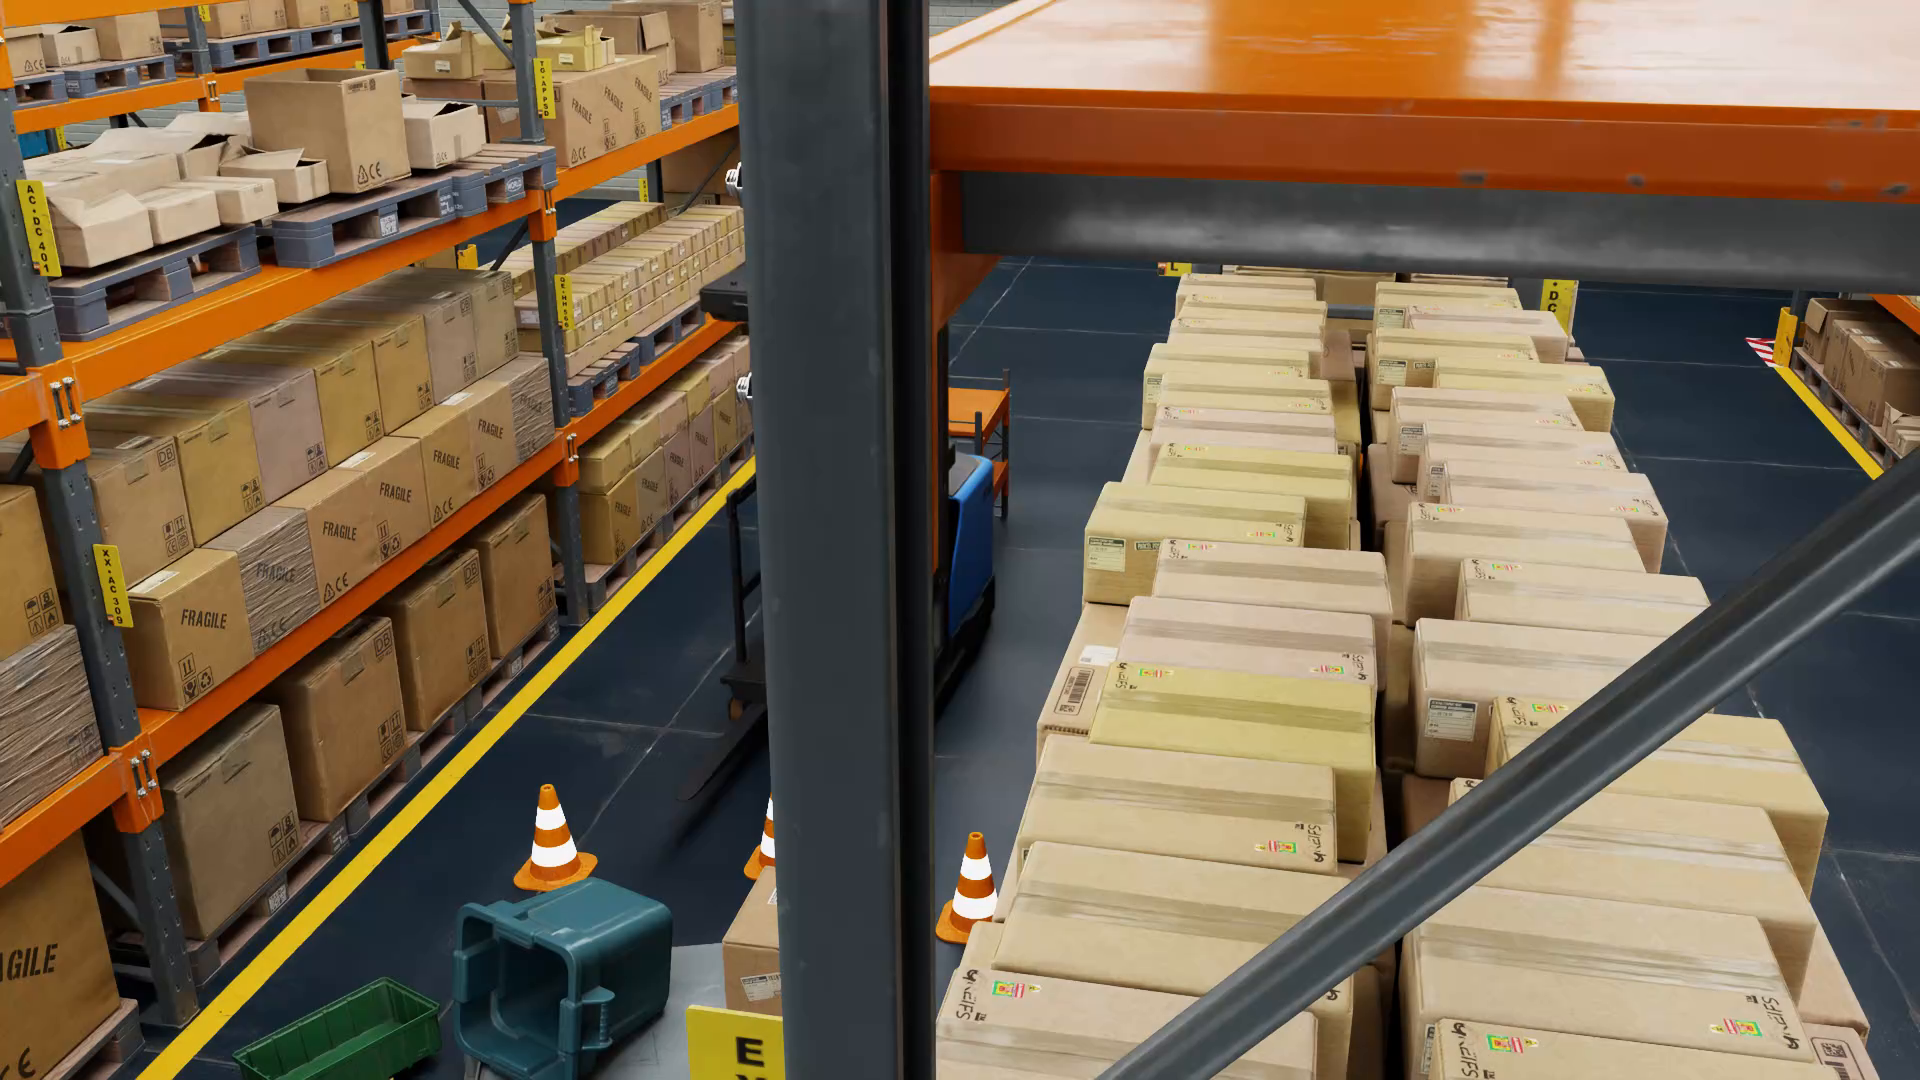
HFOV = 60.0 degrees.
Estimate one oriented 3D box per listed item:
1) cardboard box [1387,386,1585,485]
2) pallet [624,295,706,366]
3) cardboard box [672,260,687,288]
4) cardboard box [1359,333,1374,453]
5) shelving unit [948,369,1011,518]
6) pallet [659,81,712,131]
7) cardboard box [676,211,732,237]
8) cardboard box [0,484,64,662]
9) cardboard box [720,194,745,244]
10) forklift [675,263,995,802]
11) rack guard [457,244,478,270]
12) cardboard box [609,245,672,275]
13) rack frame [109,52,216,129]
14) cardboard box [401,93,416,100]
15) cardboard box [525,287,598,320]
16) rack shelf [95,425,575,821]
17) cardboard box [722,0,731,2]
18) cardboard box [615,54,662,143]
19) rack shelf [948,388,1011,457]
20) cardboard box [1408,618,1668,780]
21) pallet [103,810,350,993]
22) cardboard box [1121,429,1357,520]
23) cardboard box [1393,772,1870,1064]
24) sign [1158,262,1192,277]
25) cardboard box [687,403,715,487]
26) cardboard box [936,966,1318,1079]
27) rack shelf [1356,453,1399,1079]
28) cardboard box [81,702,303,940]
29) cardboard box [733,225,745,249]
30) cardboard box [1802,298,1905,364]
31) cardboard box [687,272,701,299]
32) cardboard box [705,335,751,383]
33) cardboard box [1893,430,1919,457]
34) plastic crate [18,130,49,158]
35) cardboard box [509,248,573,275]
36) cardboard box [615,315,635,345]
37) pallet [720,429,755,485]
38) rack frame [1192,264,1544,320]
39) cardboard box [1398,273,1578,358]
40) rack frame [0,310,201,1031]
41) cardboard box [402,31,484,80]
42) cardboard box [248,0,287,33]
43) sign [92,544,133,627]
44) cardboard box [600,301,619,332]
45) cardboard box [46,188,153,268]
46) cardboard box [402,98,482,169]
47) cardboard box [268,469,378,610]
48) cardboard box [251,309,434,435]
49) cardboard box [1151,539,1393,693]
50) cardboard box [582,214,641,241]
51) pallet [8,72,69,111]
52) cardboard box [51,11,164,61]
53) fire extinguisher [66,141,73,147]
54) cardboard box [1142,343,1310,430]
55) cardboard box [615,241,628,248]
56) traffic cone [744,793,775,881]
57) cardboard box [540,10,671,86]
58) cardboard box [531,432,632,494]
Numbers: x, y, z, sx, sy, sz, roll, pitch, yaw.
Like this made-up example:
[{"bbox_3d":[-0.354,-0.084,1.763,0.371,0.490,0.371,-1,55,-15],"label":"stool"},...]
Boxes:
[{"bbox_3d":[1.142,-0.222,3.645,0.380,0.149,0.250,4,22,10],"label":"cardboard box"},{"bbox_3d":[-2.496,-1.534,11.904,1.003,0.211,1.213,4,22,11],"label":"pallet"},{"bbox_3d":[-2.197,-1.932,12.011,0.380,0.149,0.250,5,22,11],"label":"cardboard box"},{"bbox_3d":[1.364,-0.370,4.544,0.500,0.250,0.500,4,22,10],"label":"cardboard box"},{"bbox_3d":[0.001,-0.524,11.650,0.538,1.125,1.048,4,22,11],"label":"shelving unit"},{"bbox_3d":[-2.482,-3.066,11.687,1.213,0.211,1.003,4,22,11],"label":"pallet"},{"bbox_3d":[-1.988,-2.453,12.907,0.380,0.149,0.250,4,22,9],"label":"cardboard box"},{"bbox_3d":[-3.785,0.129,5.872,0.875,0.550,0.550,4,22,11],"label":"cardboard box"},{"bbox_3d":[-1.696,-2.705,14.023,0.500,0.500,0.500,4,22,10],"label":"cardboard box"},{"bbox_3d":[-0.665,-0.399,8.921,1.130,2.935,3.031,6,23,14],"label":"forklift"},{"bbox_3d":[-6.057,-3.086,18.847,1.175,0.500,0.348,4,22,11],"label":"rack guard"},{"bbox_3d":[-2.254,-1.976,11.722,0.380,0.149,0.250,4,22,10],"label":"cardboard box"},{"bbox_3d":[-6.878,-2.774,14.725,1.000,3.000,0.127,4,22,11],"label":"rack frame"},{"bbox_3d":[-3.223,-2.239,8.806,0.500,0.311,0.500,4,22,11],"label":"cardboard box"},{"bbox_3d":[-2.523,-1.503,10.547,0.380,0.149,0.250,4,22,9],"label":"cardboard box"},{"bbox_3d":[-3.268,0.169,8.381,1.077,0.370,4.000,4,22,11],"label":"rack shelf"},{"bbox_3d":[-2.025,-4.510,14.018,0.380,0.149,0.250,5,23,13],"label":"cardboard box"},{"bbox_3d":[-2.291,-2.889,10.862,0.500,0.500,0.500,4,22,11],"label":"cardboard box"},{"bbox_3d":[0.001,-0.796,11.540,0.538,0.278,1.000,4,22,11],"label":"rack shelf"},{"bbox_3d":[0.875,0.247,2.478,0.380,0.149,0.250,4,22,11],"label":"cardboard box"},{"bbox_3d":[-3.592,1.573,7.666,1.003,0.211,1.213,4,22,11],"label":"pallet"},{"bbox_3d":[0.622,-0.041,3.727,0.500,0.250,0.500,5,22,11],"label":"cardboard box"},{"bbox_3d":[0.850,0.564,2.226,0.500,0.250,0.500,4,22,10],"label":"cardboard box"},{"bbox_3d":[0.647,-0.947,4.956,0.100,0.325,0.005,4,22,11],"label":"sign"},{"bbox_3d":[-2.162,-0.729,12.433,0.500,0.500,0.500,4,22,10],"label":"cardboard box"},{"bbox_3d":[0.154,0.579,1.653,0.380,0.149,0.250,5,22,11],"label":"cardboard box"},{"bbox_3d":[0.783,0.581,3.343,1.077,0.370,4.000,4,22,11],"label":"rack shelf"},{"bbox_3d":[-3.637,1.182,7.353,1.050,0.750,0.750,4,22,11],"label":"cardboard box"},{"bbox_3d":[-1.931,-2.414,13.209,0.380,0.149,0.250,5,23,13],"label":"cardboard box"},{"bbox_3d":[8.282,-1.924,15.396,0.797,0.503,0.637,4,22,9],"label":"cardboard box"},{"bbox_3d":[-2.138,-1.897,12.322,0.380,0.149,0.250,3,22,9],"label":"cardboard box"},{"bbox_3d":[-1.948,-1.450,13.219,0.500,0.250,0.500,4,22,9],"label":"cardboard box"},{"bbox_3d":[7.509,-0.740,12.929,0.380,0.149,0.250,4,22,9],"label":"cardboard box"},{"bbox_3d":[-10.796,-4.522,18.938,0.616,0.435,0.499,4,22,11],"label":"plastic crate"},{"bbox_3d":[-2.942,-1.937,11.625,0.380,0.149,0.250,6,23,14],"label":"cardboard box"},{"bbox_3d":[-2.408,-1.418,11.133,0.380,0.149,0.250,5,23,13],"label":"cardboard box"},{"bbox_3d":[-2.201,-0.780,13.509,1.003,0.211,1.213,4,22,11],"label":"pallet"},{"bbox_3d":[1.191,-1.875,4.464,1.000,3.000,0.127,4,22,11],"label":"rack frame"},{"bbox_3d":[1.702,-0.792,5.429,0.500,0.250,0.500,4,22,9],"label":"cardboard box"},{"bbox_3d":[-3.676,0.567,6.430,1.000,3.000,0.127,4,22,11],"label":"rack frame"},{"bbox_3d":[-3.031,-2.856,9.757,0.396,0.266,0.258,4,22,11],"label":"cardboard box"},{"bbox_3d":[-6.663,-4.940,15.259,0.700,0.500,0.500,6,23,14],"label":"cardboard box"},{"bbox_3d":[-3.132,0.171,6.150,0.100,0.325,0.005,4,22,11],"label":"sign"},{"bbox_3d":[-2.460,-1.471,10.866,0.380,0.149,0.250,4,22,9],"label":"cardboard box"},{"bbox_3d":[-3.308,-1.205,6.299,0.258,0.266,0.396,4,22,10],"label":"cardboard box"},{"bbox_3d":[-2.779,-2.082,8.416,0.500,0.311,0.500,4,22,11],"label":"cardboard box"},{"bbox_3d":[-3.098,-0.018,7.750,0.500,0.500,0.500,4,22,11],"label":"cardboard box"},{"bbox_3d":[-3.165,-0.870,8.525,0.700,0.500,0.500,4,22,10],"label":"cardboard box"},{"bbox_3d":[0.517,0.122,2.789,0.380,0.149,0.250,4,22,9],"label":"cardboard box"},{"bbox_3d":[-2.680,-2.408,12.795,0.380,0.149,0.250,5,22,11],"label":"cardboard box"},{"bbox_3d":[-7.390,-3.263,12.179,1.003,0.211,1.213,6,23,13],"label":"pallet"},{"bbox_3d":[-6.987,-4.193,13.539,0.700,0.500,0.500,5,22,12],"label":"cardboard box"},{"bbox_3d":[-10.435,-4.426,19.430,0.296,0.674,0.183,4,22,11],"label":"fire extinguisher"},{"bbox_3d":[0.640,-0.360,3.985,0.380,0.149,0.250,4,22,11],"label":"cardboard box"},{"bbox_3d":[-2.730,-2.181,12.631,0.380,0.149,0.250,4,22,9],"label":"cardboard box"},{"bbox_3d":[-0.847,1.342,7.903,0.336,0.463,0.334,4,22,11],"label":"traffic cone"},{"bbox_3d":[-2.487,-3.438,11.659,0.797,0.503,0.637,4,22,10],"label":"cardboard box"},{"bbox_3d":[-2.482,-0.513,10.891,0.500,0.250,0.500,3,22,8],"label":"cardboard box"}]
